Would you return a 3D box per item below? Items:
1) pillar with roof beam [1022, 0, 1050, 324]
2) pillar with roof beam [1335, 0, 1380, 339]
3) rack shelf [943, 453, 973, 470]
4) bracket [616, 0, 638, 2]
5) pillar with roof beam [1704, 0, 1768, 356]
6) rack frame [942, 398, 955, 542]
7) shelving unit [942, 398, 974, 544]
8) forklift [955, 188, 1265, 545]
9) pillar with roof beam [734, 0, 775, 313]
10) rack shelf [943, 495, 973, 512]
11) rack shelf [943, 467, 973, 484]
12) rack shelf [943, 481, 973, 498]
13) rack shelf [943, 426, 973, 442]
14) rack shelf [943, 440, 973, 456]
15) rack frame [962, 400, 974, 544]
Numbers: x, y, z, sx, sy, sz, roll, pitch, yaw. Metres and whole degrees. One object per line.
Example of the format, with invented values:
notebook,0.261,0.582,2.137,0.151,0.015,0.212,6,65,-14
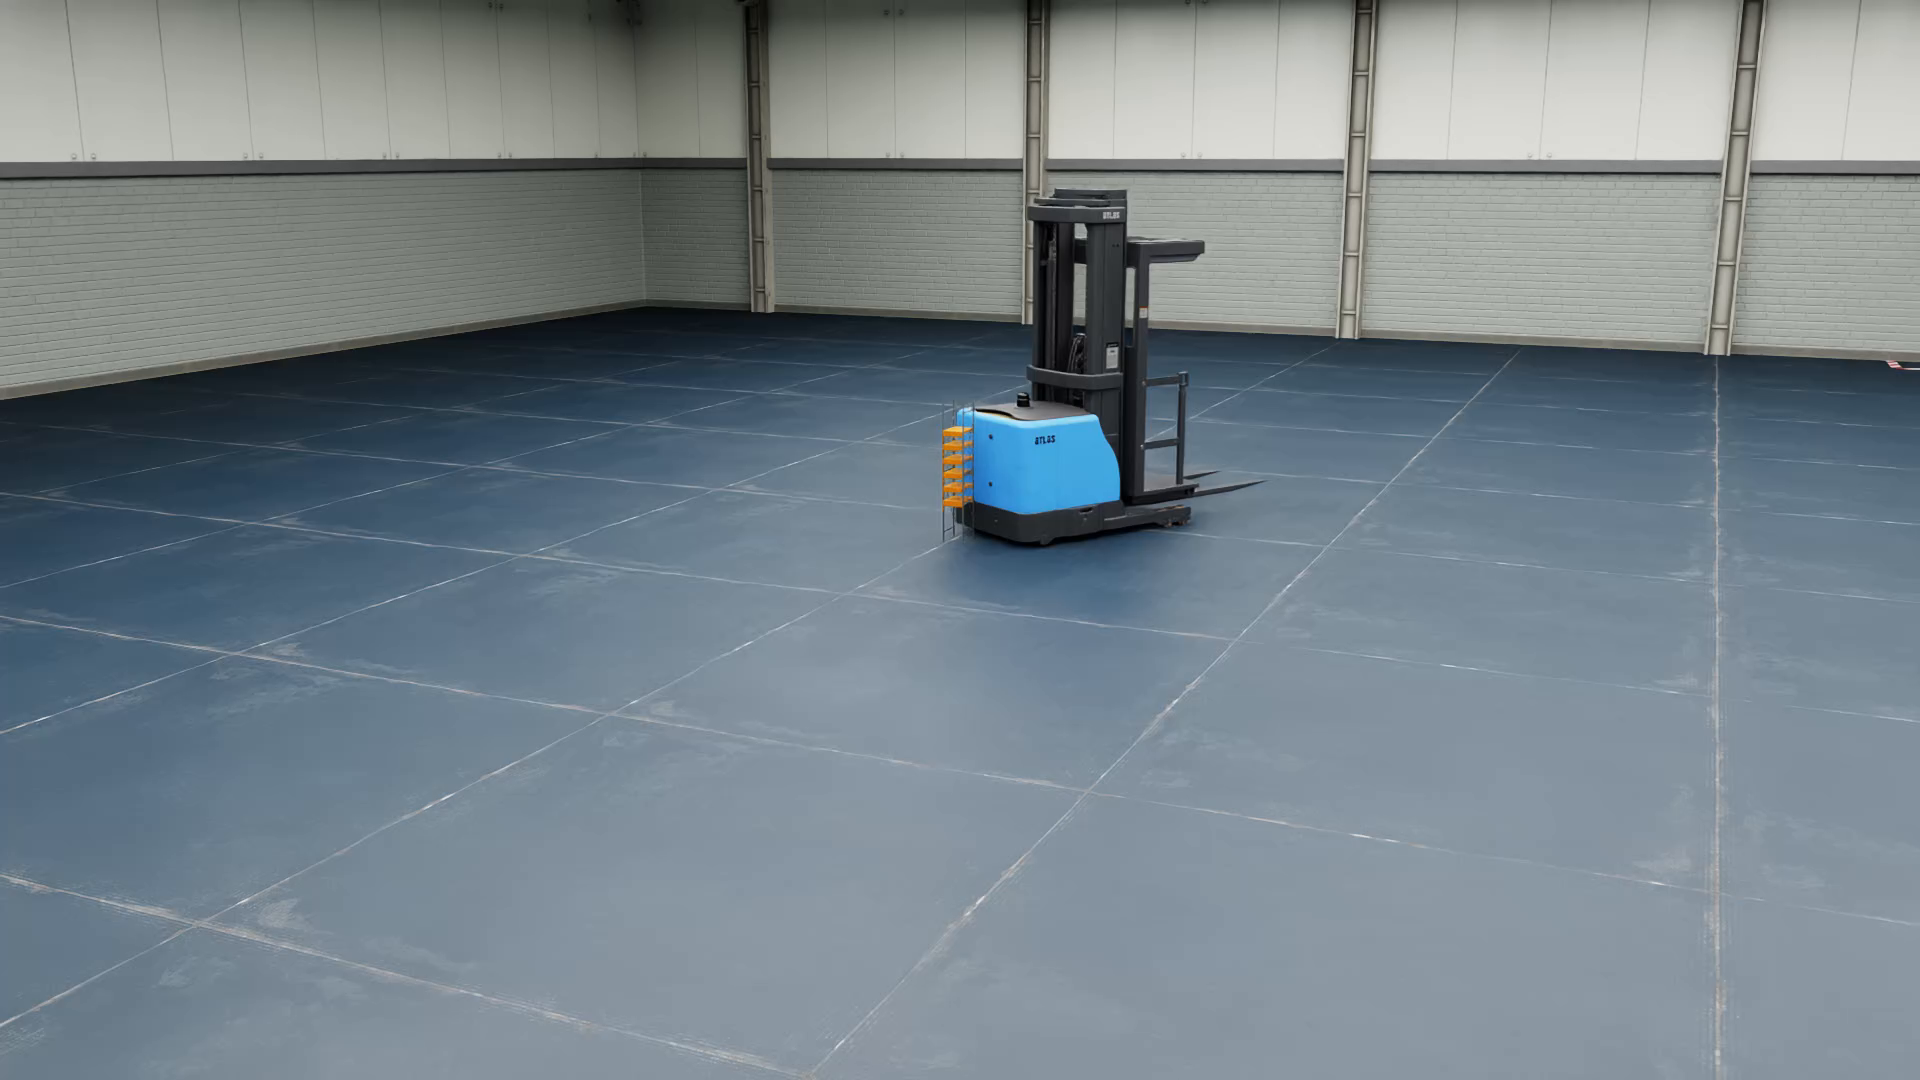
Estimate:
pillar with roof beam,-0.321,-7.637,27.102,0.400,9.000,9.100,6,14,23
pillar with roof beam,5.165,-7.082,24.736,0.400,9.000,9.100,6,14,23
rack shelf,-0.013,-0.659,14.106,0.180,0.103,0.258,6,14,23
bracket,-6.753,-11.027,33.671,0.430,0.232,0.235,6,14,23
pillar with roof beam,10.651,-6.526,22.370,0.400,9.000,9.100,6,14,23
rack frame,-0.097,-0.594,14.160,0.006,1.200,0.240,6,14,23
shelving unit,-0.013,-0.585,14.123,0.189,1.200,0.258,6,14,23
forklift,1.448,-1.627,14.771,3.031,2.935,1.130,-9,16,-35
pillar with roof beam,-5.806,-8.192,29.468,0.548,9.000,9.100,6,14,23
rack shelf,-0.013,-0.309,14.188,0.180,0.103,0.258,6,14,23
rack shelf,-0.013,-0.542,14.134,0.180,0.103,0.258,6,14,23
rack shelf,-0.013,-0.425,14.161,0.180,0.103,0.258,6,14,23
rack shelf,-0.013,-0.893,14.051,0.180,0.103,0.258,6,14,23
rack shelf,-0.013,-0.776,14.079,0.180,0.103,0.258,6,14,23
rack frame,0.070,-0.577,14.087,0.006,1.200,0.240,6,14,23
